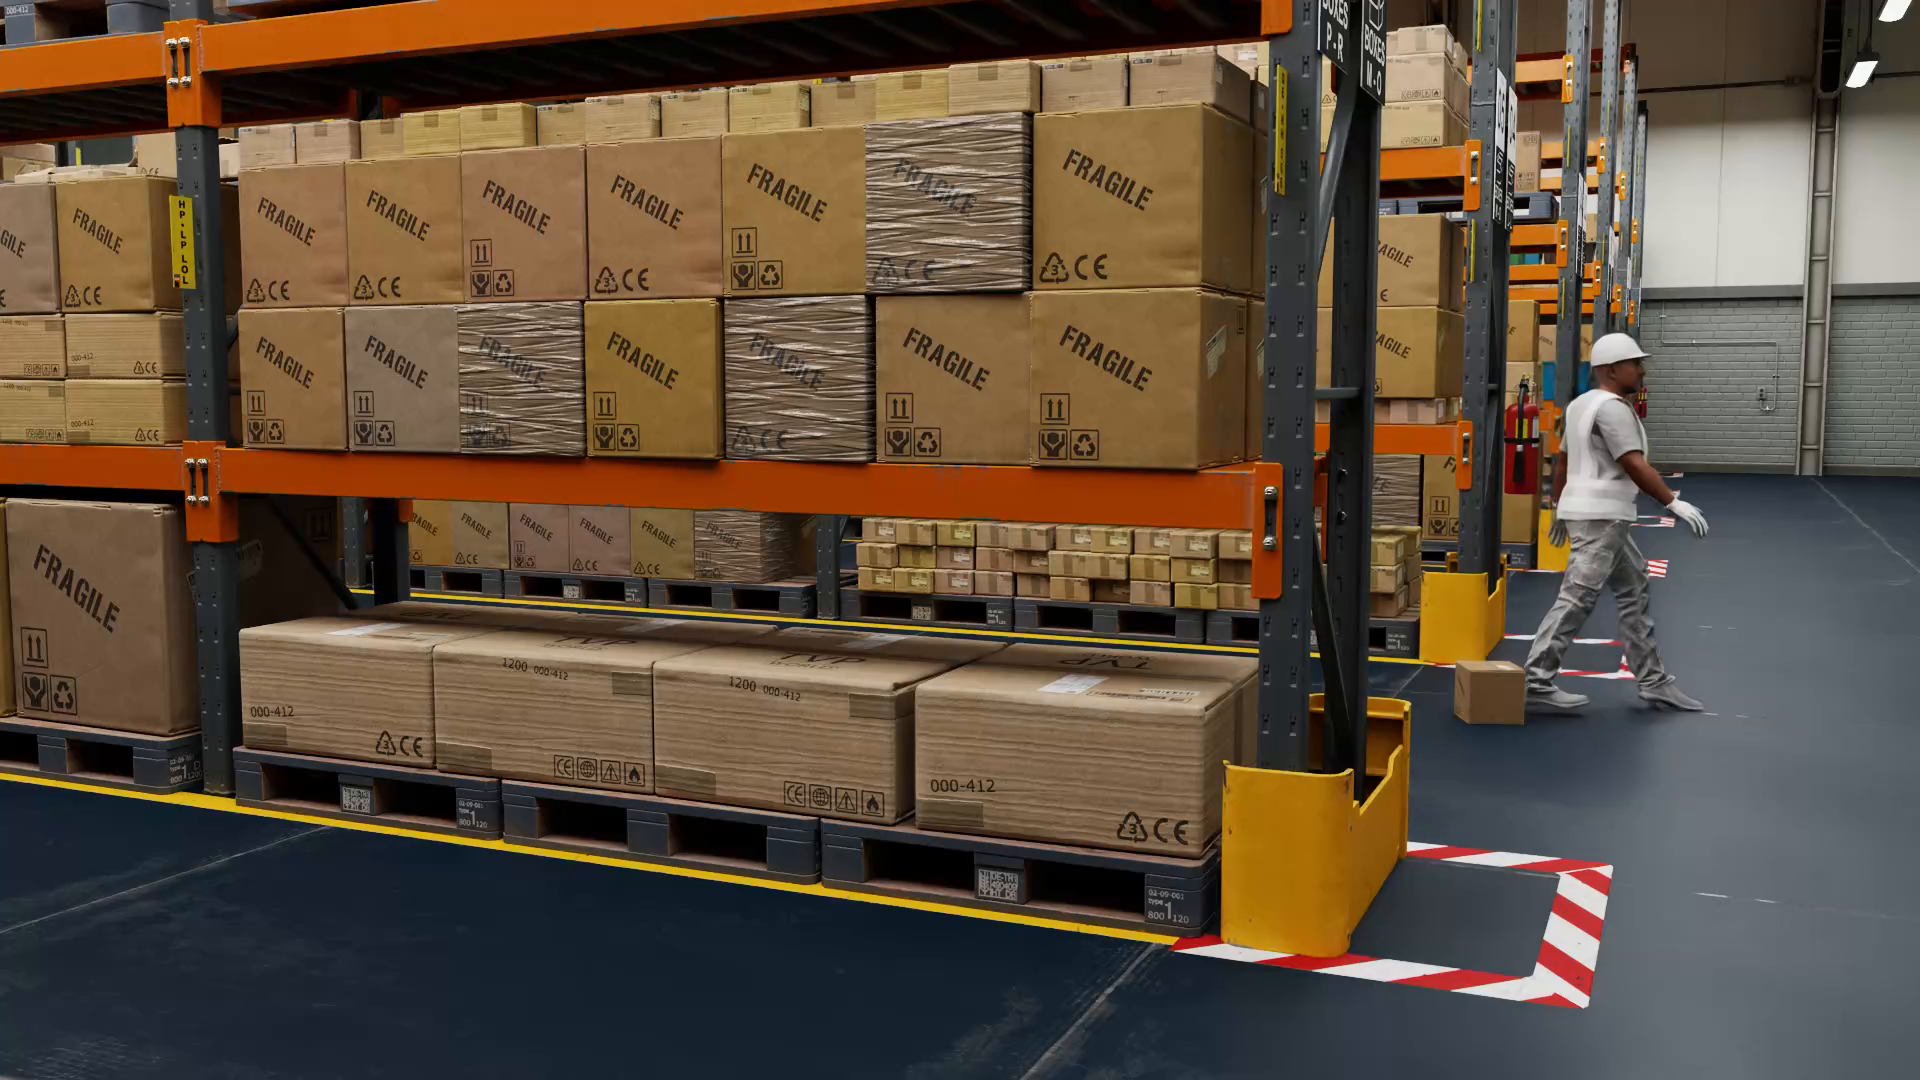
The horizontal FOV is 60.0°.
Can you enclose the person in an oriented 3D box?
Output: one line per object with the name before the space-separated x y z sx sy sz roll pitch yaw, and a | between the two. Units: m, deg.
person | 3.082 -0.075 7.818 0.887 1.782 0.763 1 6 7
